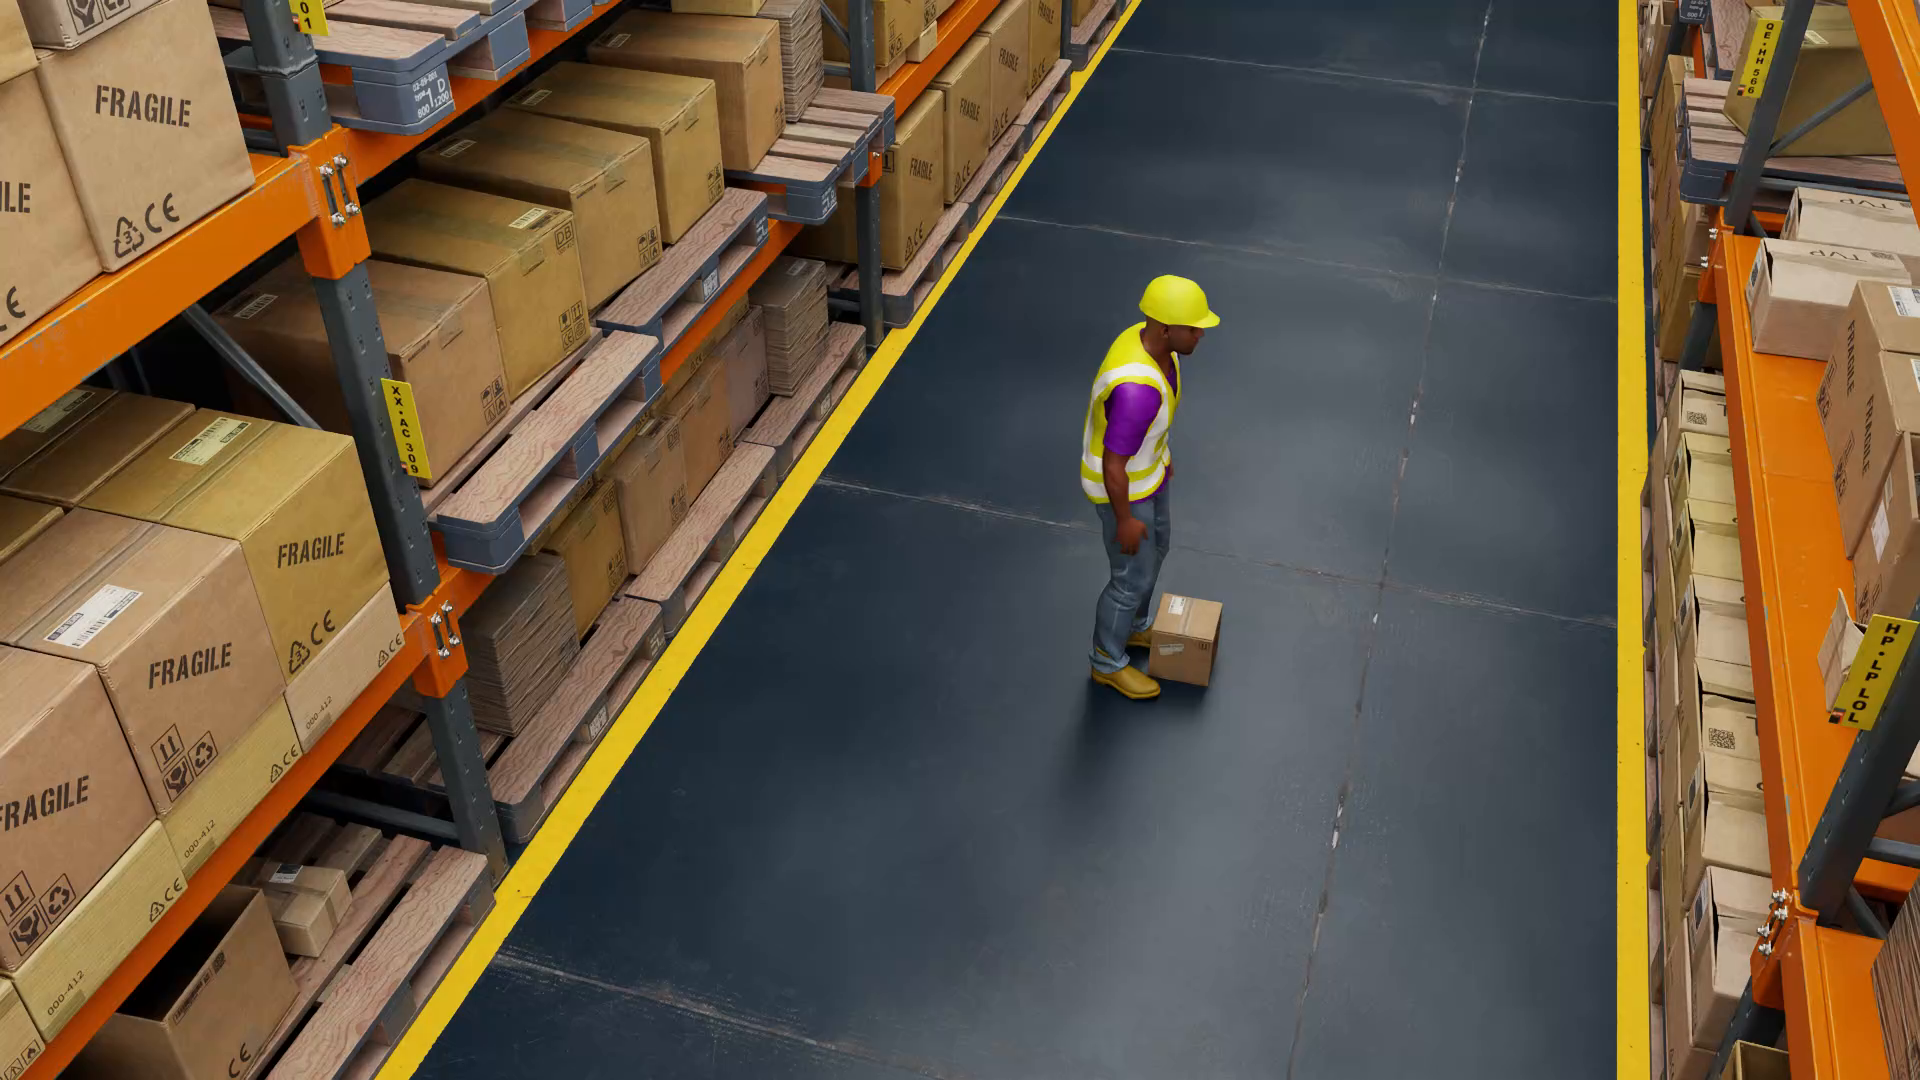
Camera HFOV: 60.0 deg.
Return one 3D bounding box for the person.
[{"bbox_3d":[0.702,-0.224,6.434,0.460,1.760,0.627,11,38,14],"label":"person"}]
